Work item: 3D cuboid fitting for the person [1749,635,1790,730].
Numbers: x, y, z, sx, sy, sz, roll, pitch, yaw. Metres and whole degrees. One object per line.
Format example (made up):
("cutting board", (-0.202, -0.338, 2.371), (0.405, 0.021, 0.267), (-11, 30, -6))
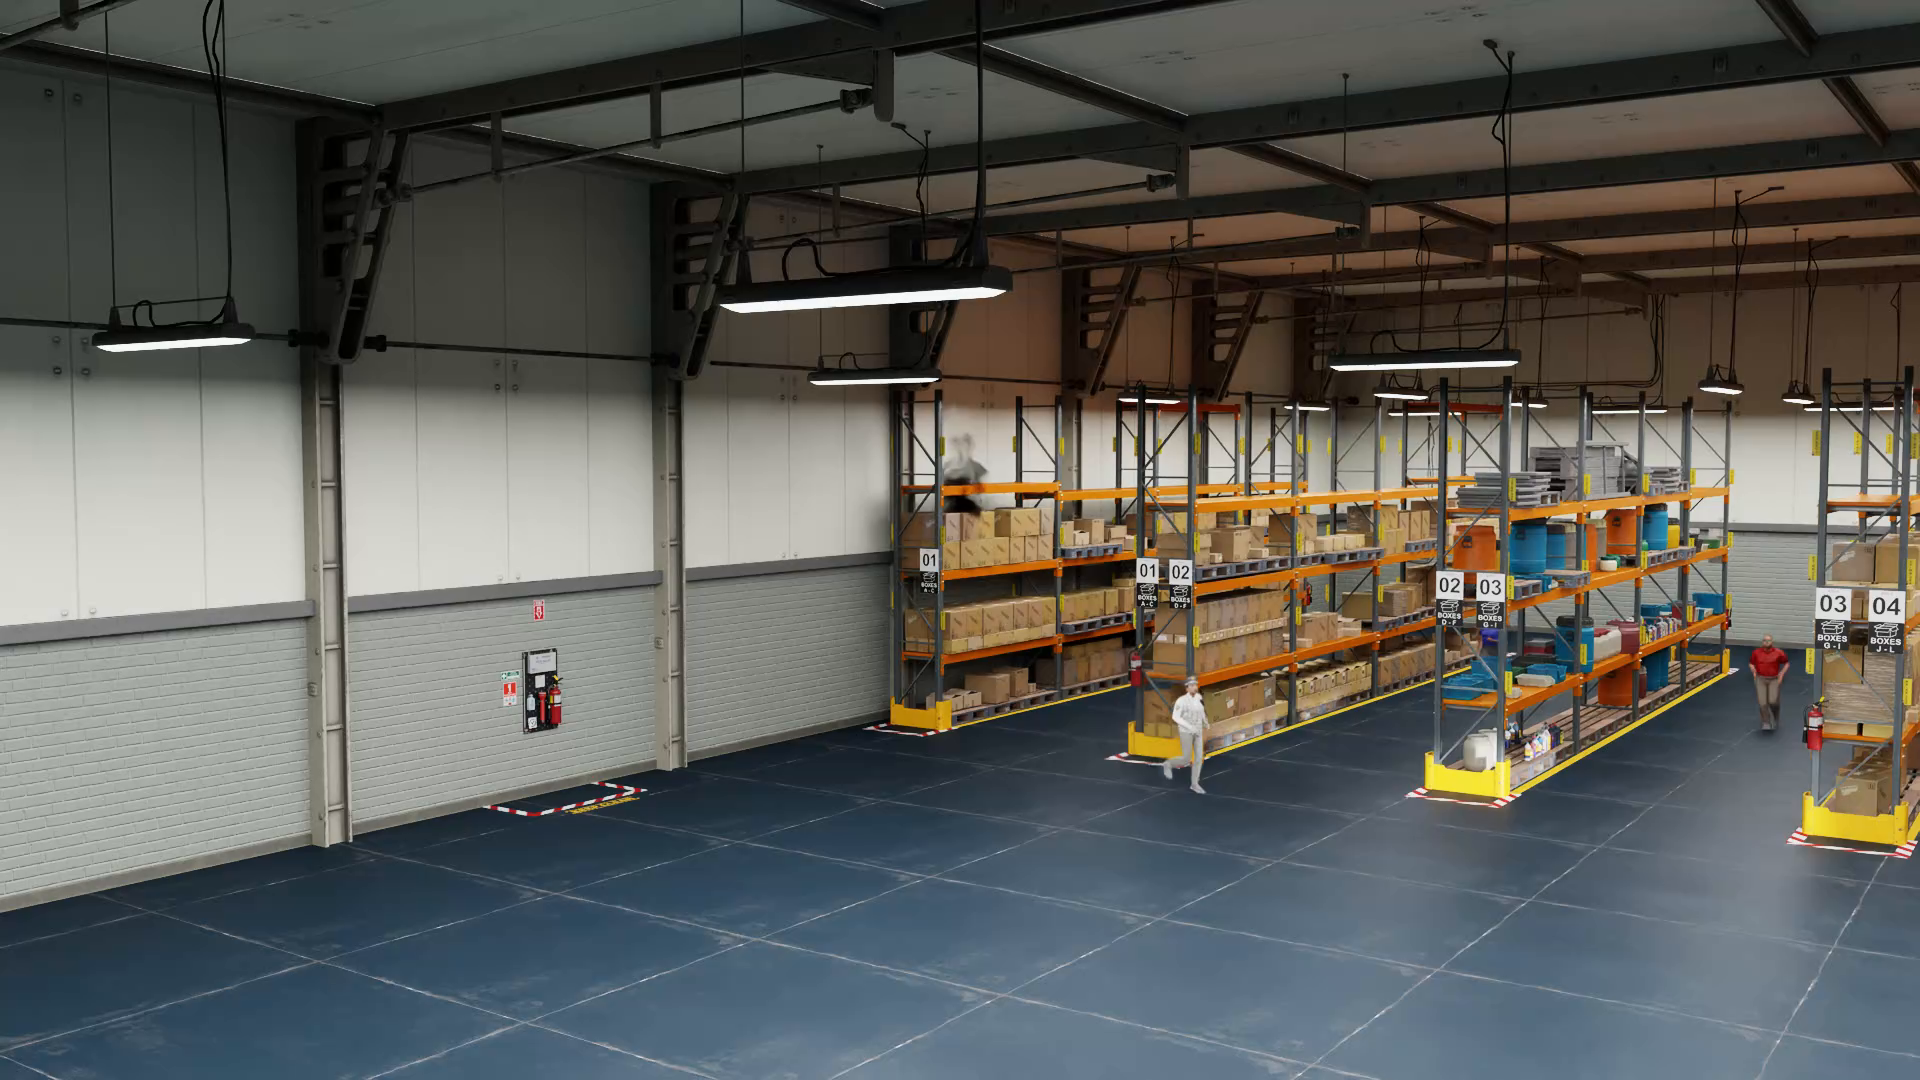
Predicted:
("person", (14.209, 2.508, 29.257), (0.638, 1.679, 0.586), (2, 4, 33))

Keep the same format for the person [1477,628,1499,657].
("person", (10.641, 2.297, 33.369), (0.549, 1.717, 0.781), (2, 4, 26))

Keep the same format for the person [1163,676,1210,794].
("person", (3.340, 2.811, 24.276), (0.624, 1.694, 0.769), (-2, 4, -31))
